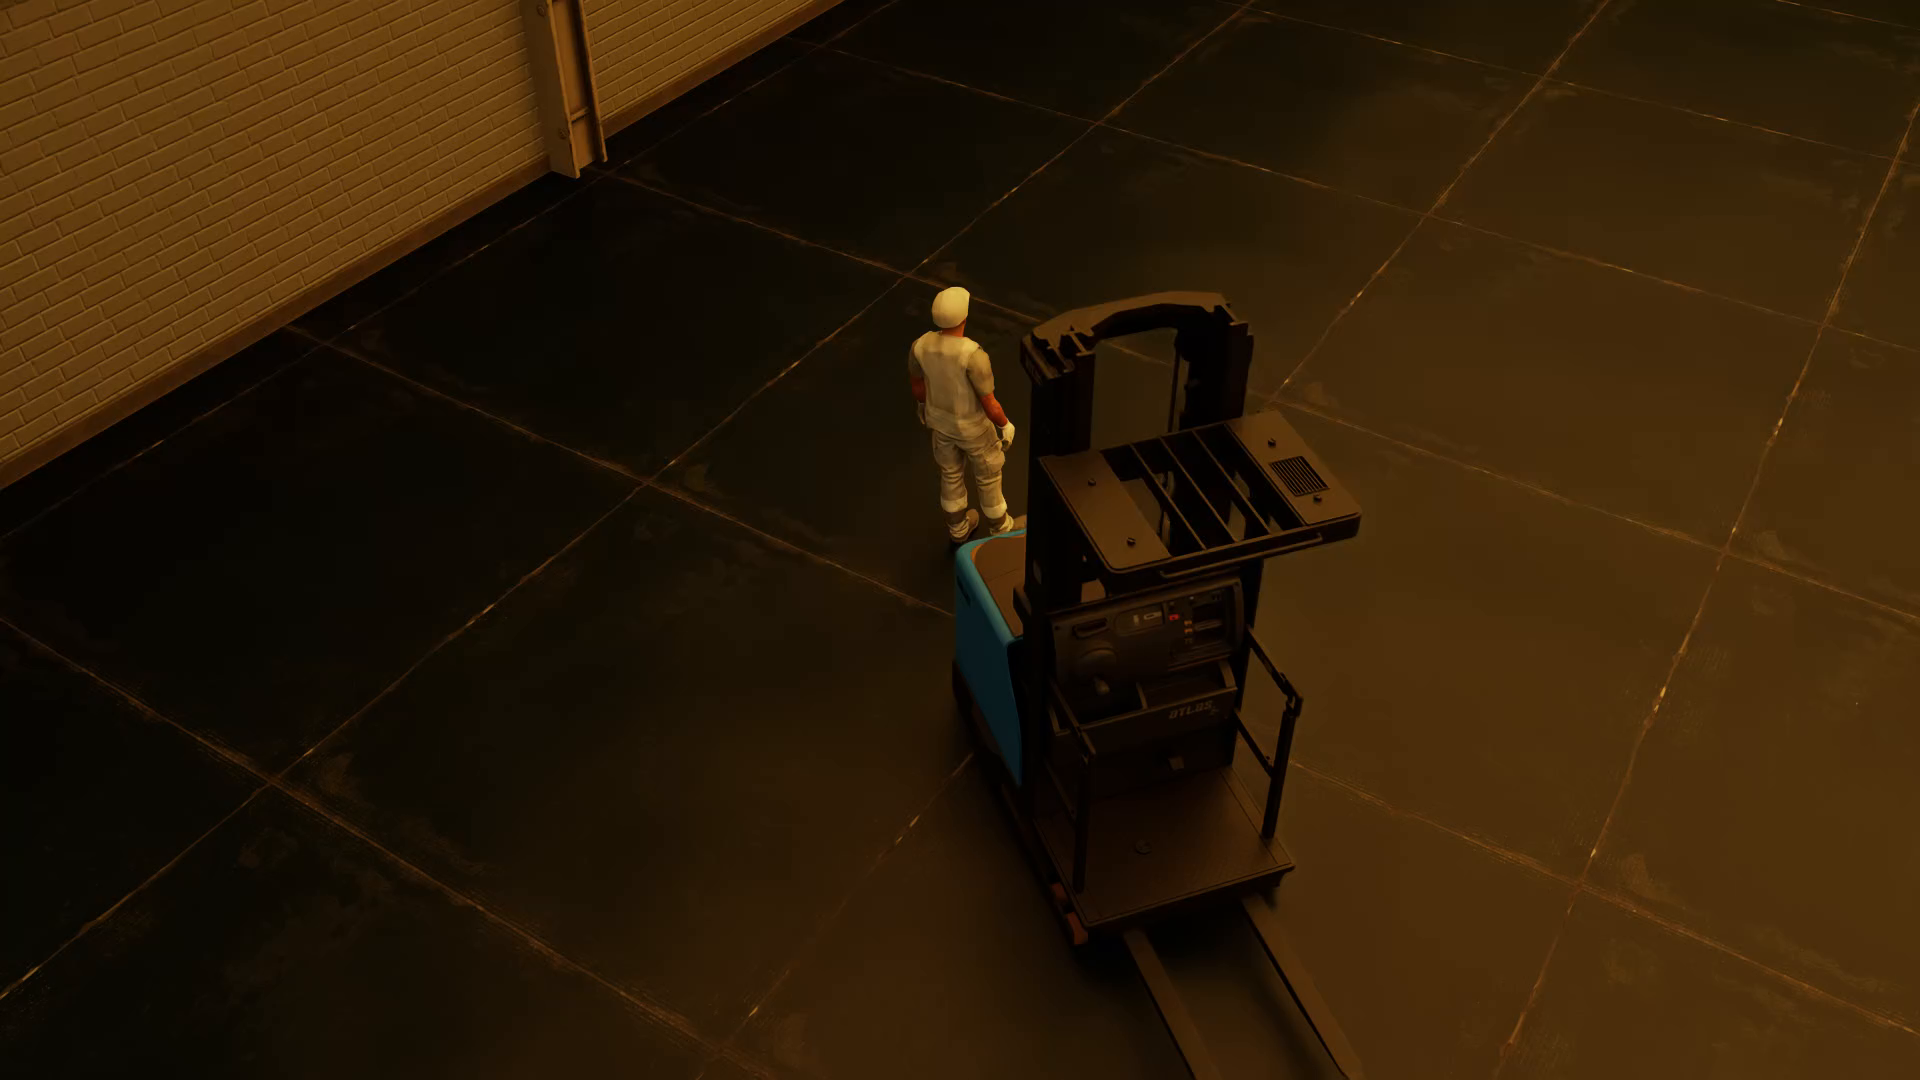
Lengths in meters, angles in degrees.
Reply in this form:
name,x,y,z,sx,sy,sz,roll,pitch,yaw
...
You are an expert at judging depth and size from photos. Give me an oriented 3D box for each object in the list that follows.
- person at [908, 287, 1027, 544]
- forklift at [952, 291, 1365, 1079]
name,x,y,z,sx,sy,sz,roll,pitch,yaw
person,0.054,-0.728,9.698,0.638,1.788,0.561,22,45,24
forklift,0.926,0.517,7.356,1.130,2.935,3.031,-13,42,-15
